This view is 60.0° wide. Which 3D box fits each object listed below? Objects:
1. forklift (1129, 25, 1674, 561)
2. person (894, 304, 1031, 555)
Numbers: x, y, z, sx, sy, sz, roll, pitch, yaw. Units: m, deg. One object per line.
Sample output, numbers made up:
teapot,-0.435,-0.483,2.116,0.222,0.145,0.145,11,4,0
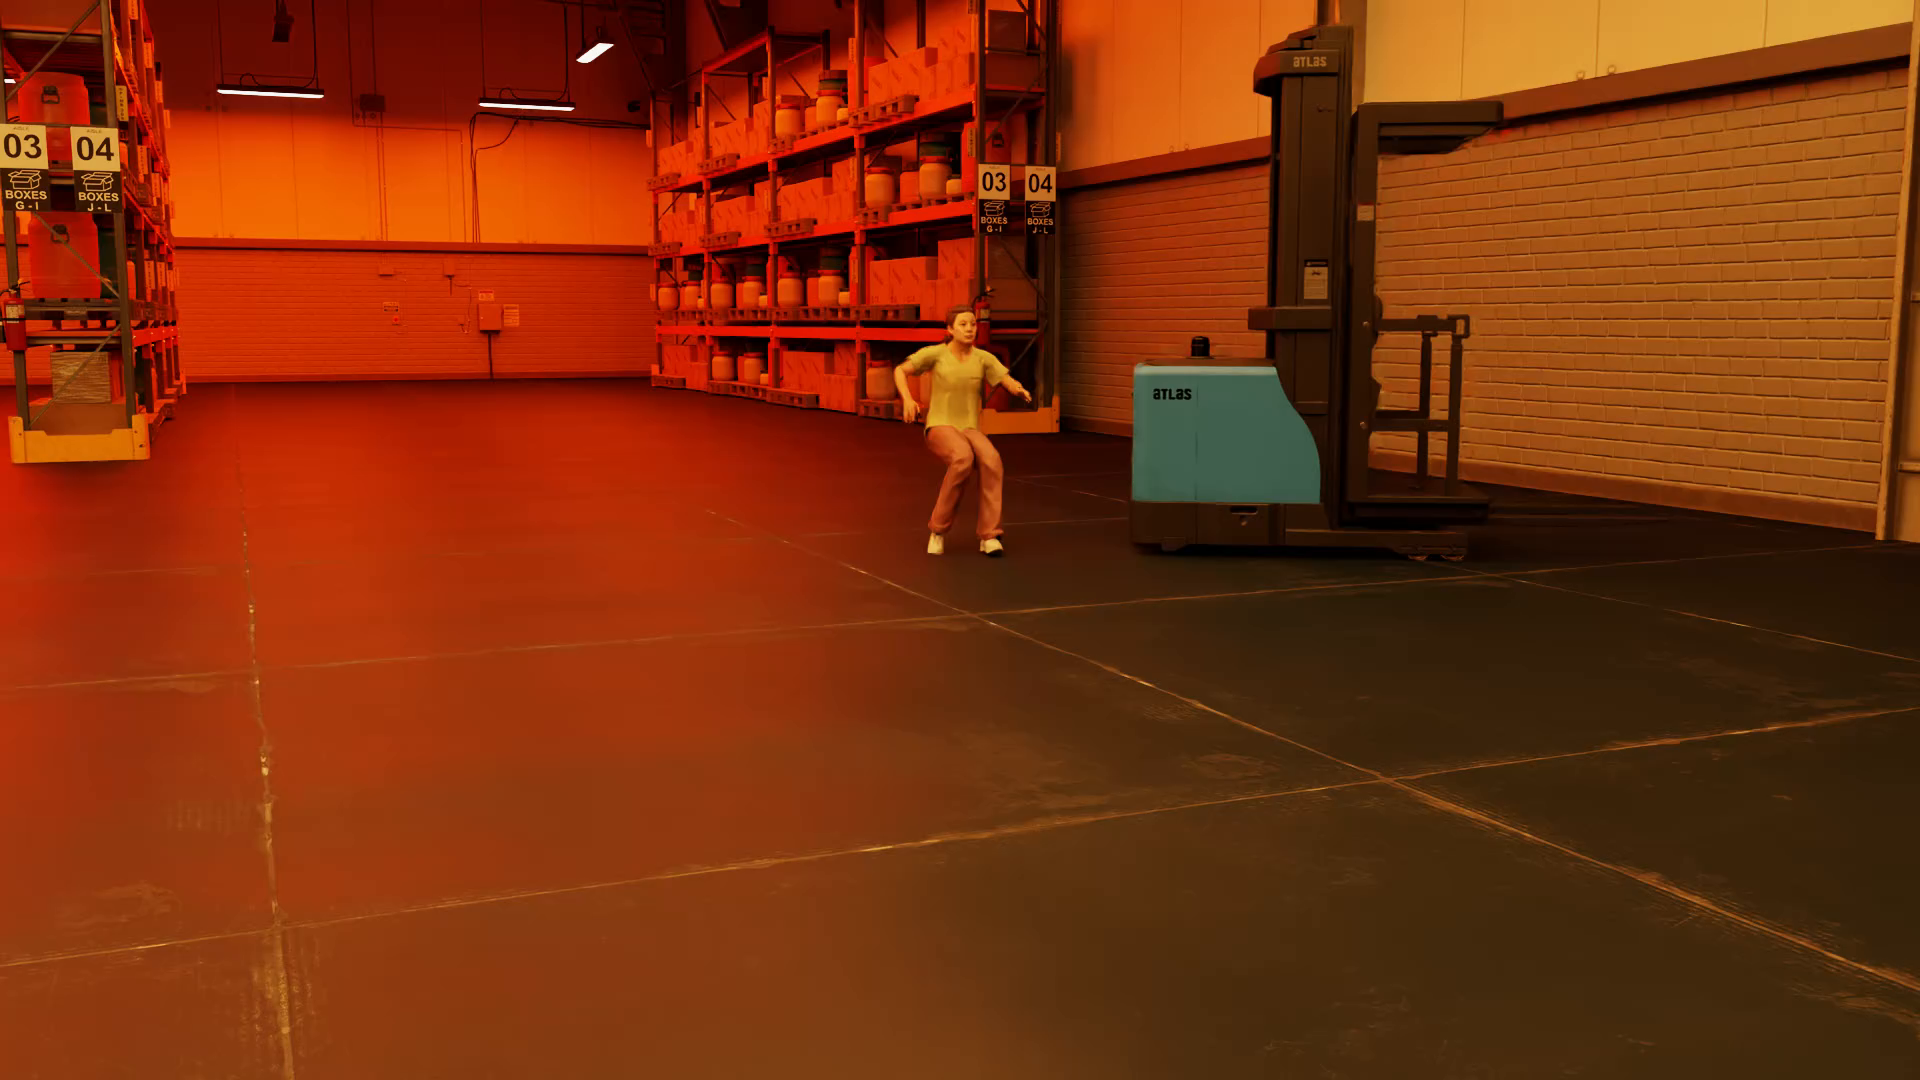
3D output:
forklift,2.523,-1.409,9.625,3.031,2.935,1.130,1,8,6
person,0.072,-0.653,9.690,0.800,1.436,0.835,-4,9,-29
